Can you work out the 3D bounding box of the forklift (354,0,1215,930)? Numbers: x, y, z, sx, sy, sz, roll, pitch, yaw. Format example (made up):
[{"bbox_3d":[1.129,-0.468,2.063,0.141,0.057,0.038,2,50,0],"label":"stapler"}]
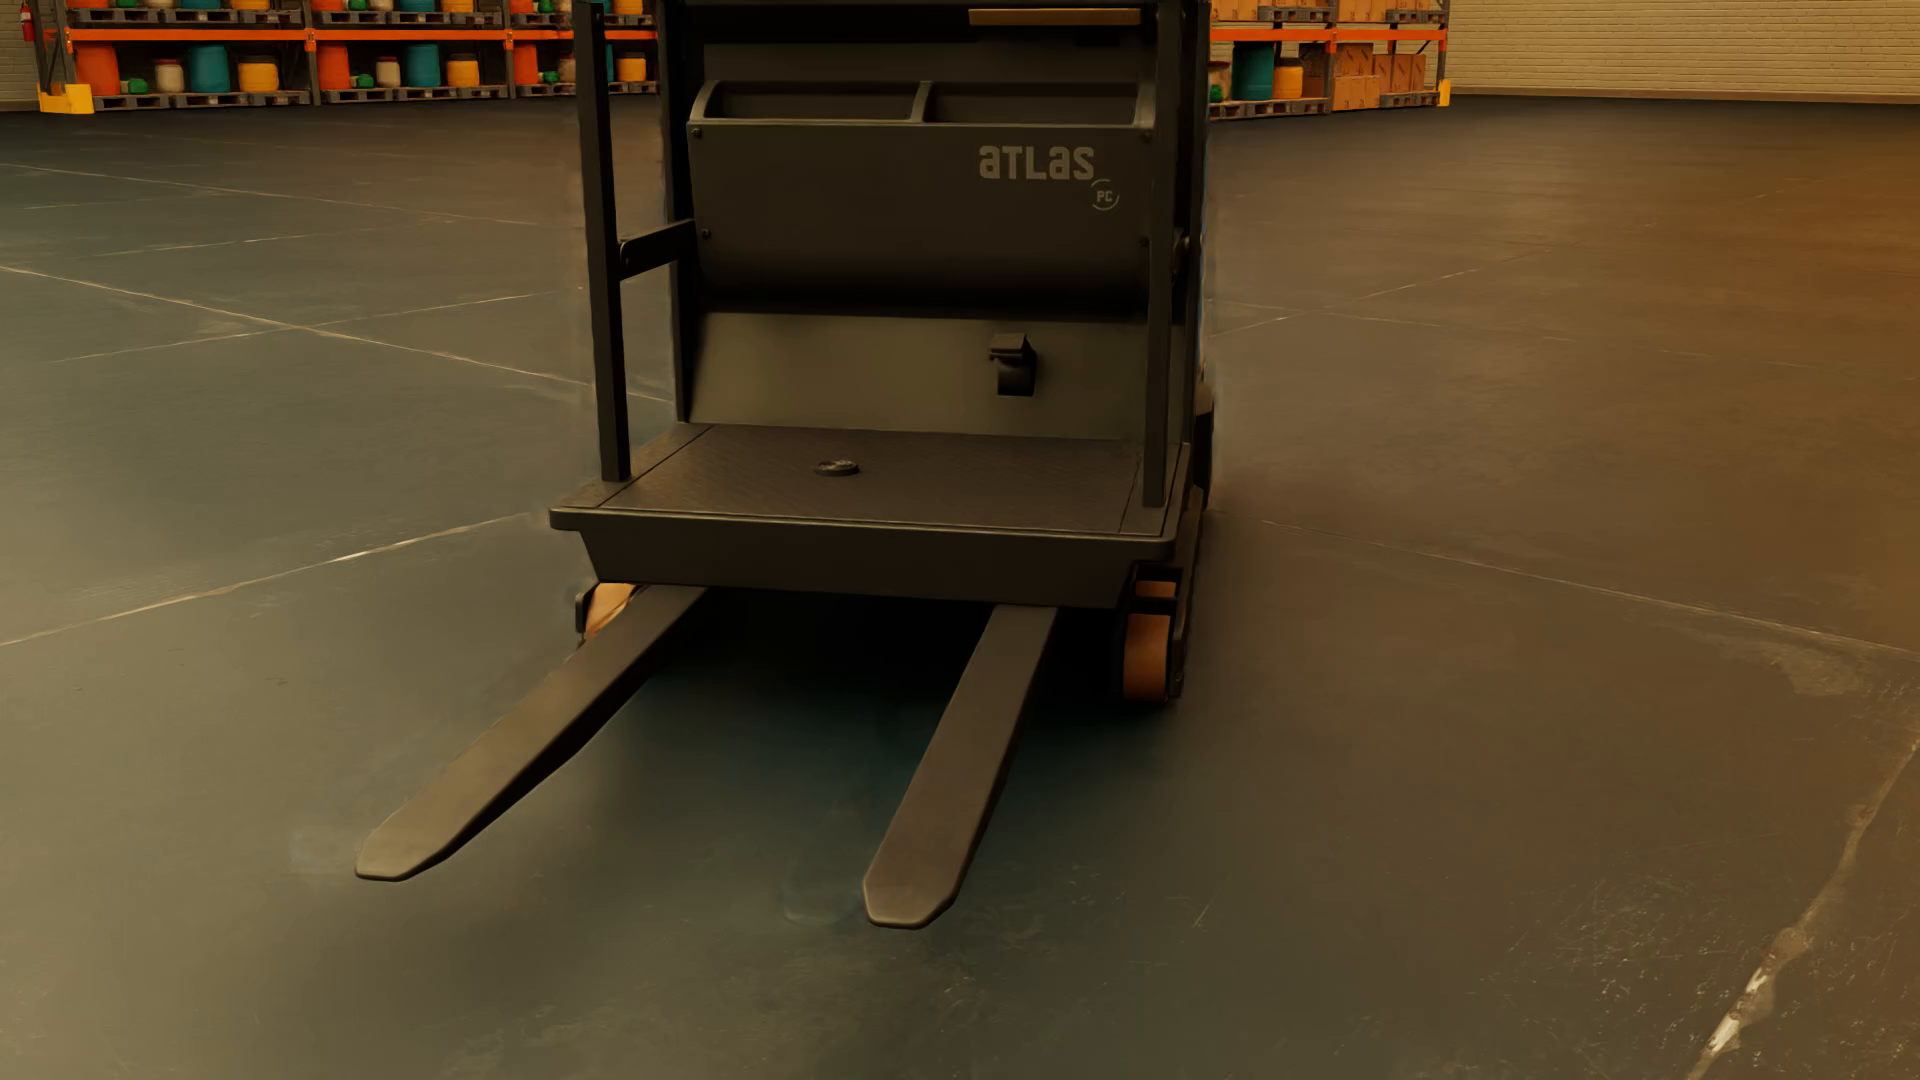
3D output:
[{"bbox_3d":[-0.103,-1.222,2.921,1.130,2.935,3.031,3,17,10],"label":"forklift"}]
